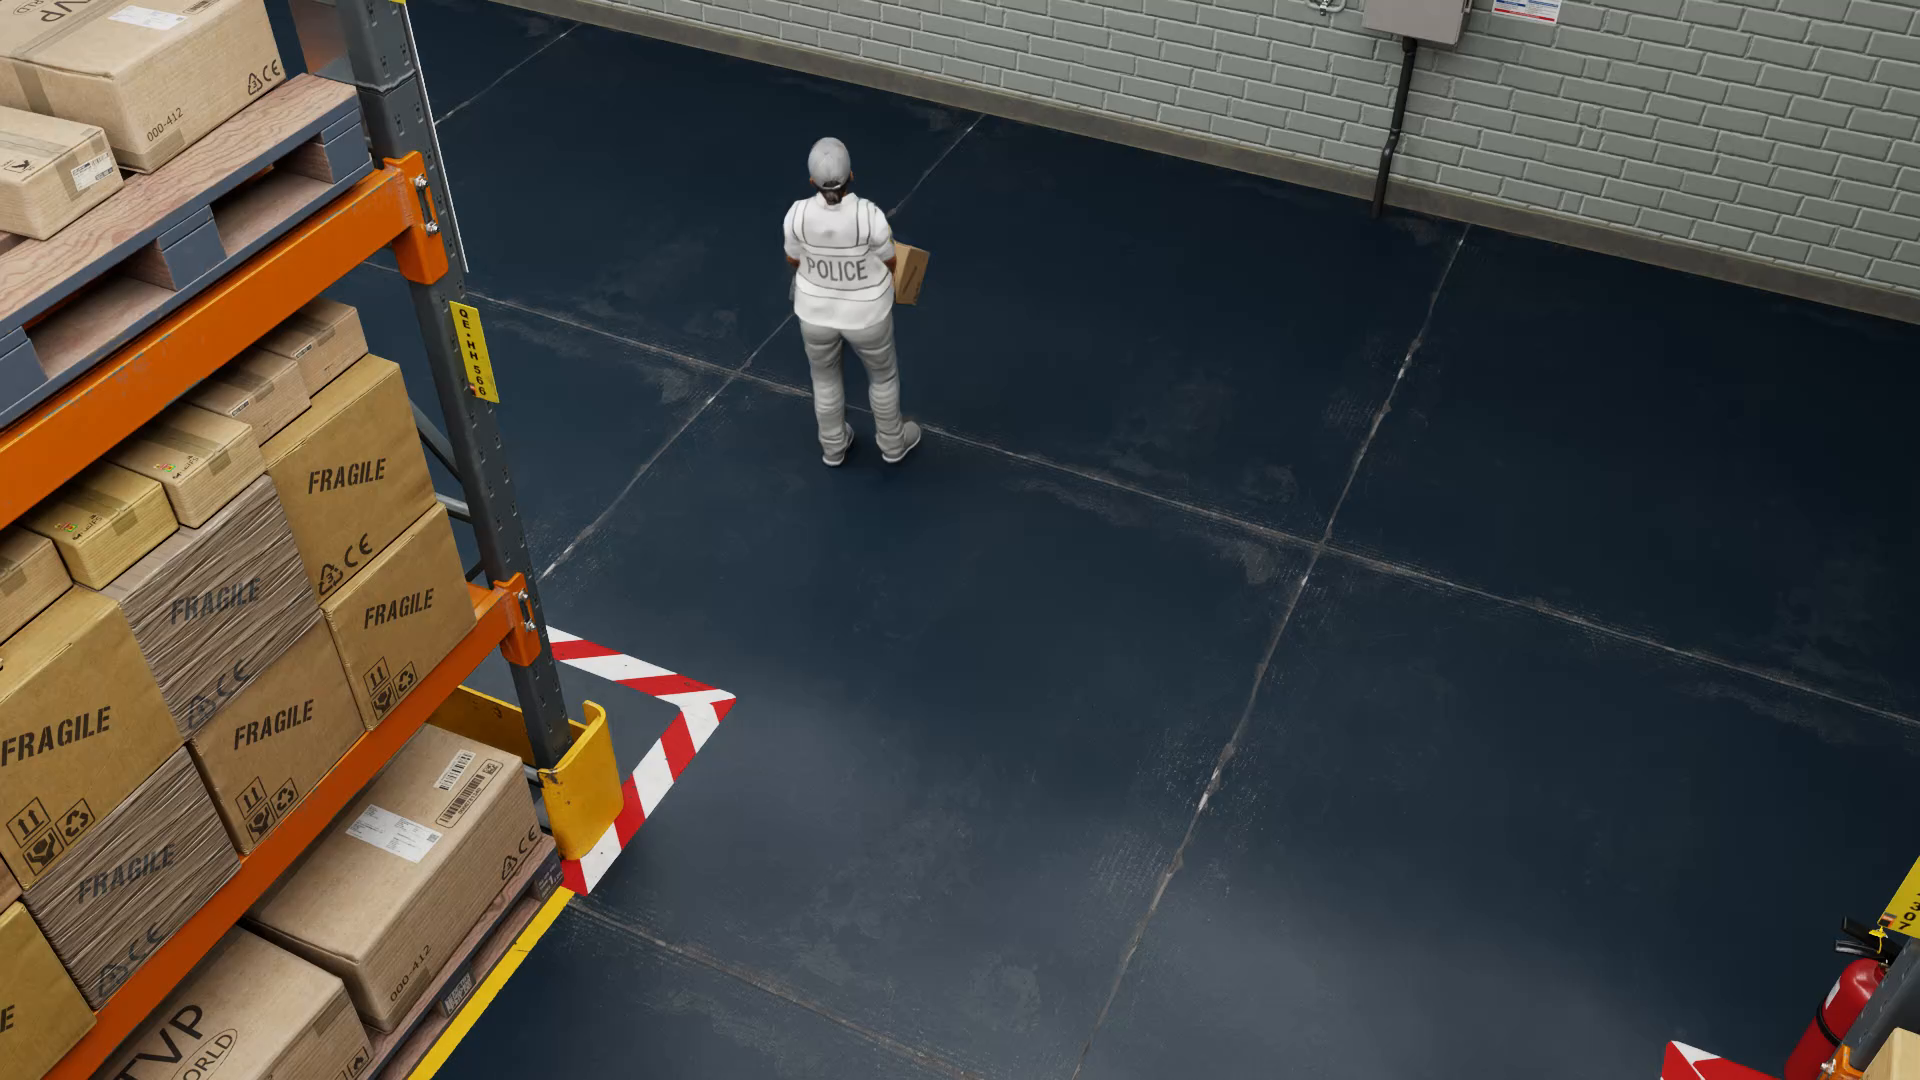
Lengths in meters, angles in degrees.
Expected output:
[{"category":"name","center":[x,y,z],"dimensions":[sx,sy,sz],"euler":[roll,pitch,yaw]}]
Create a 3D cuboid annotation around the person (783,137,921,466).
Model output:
[{"category":"person","center":[-0.473,-1.025,7.275],"dimensions":[0.547,1.674,0.462],"euler":[4,42,4]}]
